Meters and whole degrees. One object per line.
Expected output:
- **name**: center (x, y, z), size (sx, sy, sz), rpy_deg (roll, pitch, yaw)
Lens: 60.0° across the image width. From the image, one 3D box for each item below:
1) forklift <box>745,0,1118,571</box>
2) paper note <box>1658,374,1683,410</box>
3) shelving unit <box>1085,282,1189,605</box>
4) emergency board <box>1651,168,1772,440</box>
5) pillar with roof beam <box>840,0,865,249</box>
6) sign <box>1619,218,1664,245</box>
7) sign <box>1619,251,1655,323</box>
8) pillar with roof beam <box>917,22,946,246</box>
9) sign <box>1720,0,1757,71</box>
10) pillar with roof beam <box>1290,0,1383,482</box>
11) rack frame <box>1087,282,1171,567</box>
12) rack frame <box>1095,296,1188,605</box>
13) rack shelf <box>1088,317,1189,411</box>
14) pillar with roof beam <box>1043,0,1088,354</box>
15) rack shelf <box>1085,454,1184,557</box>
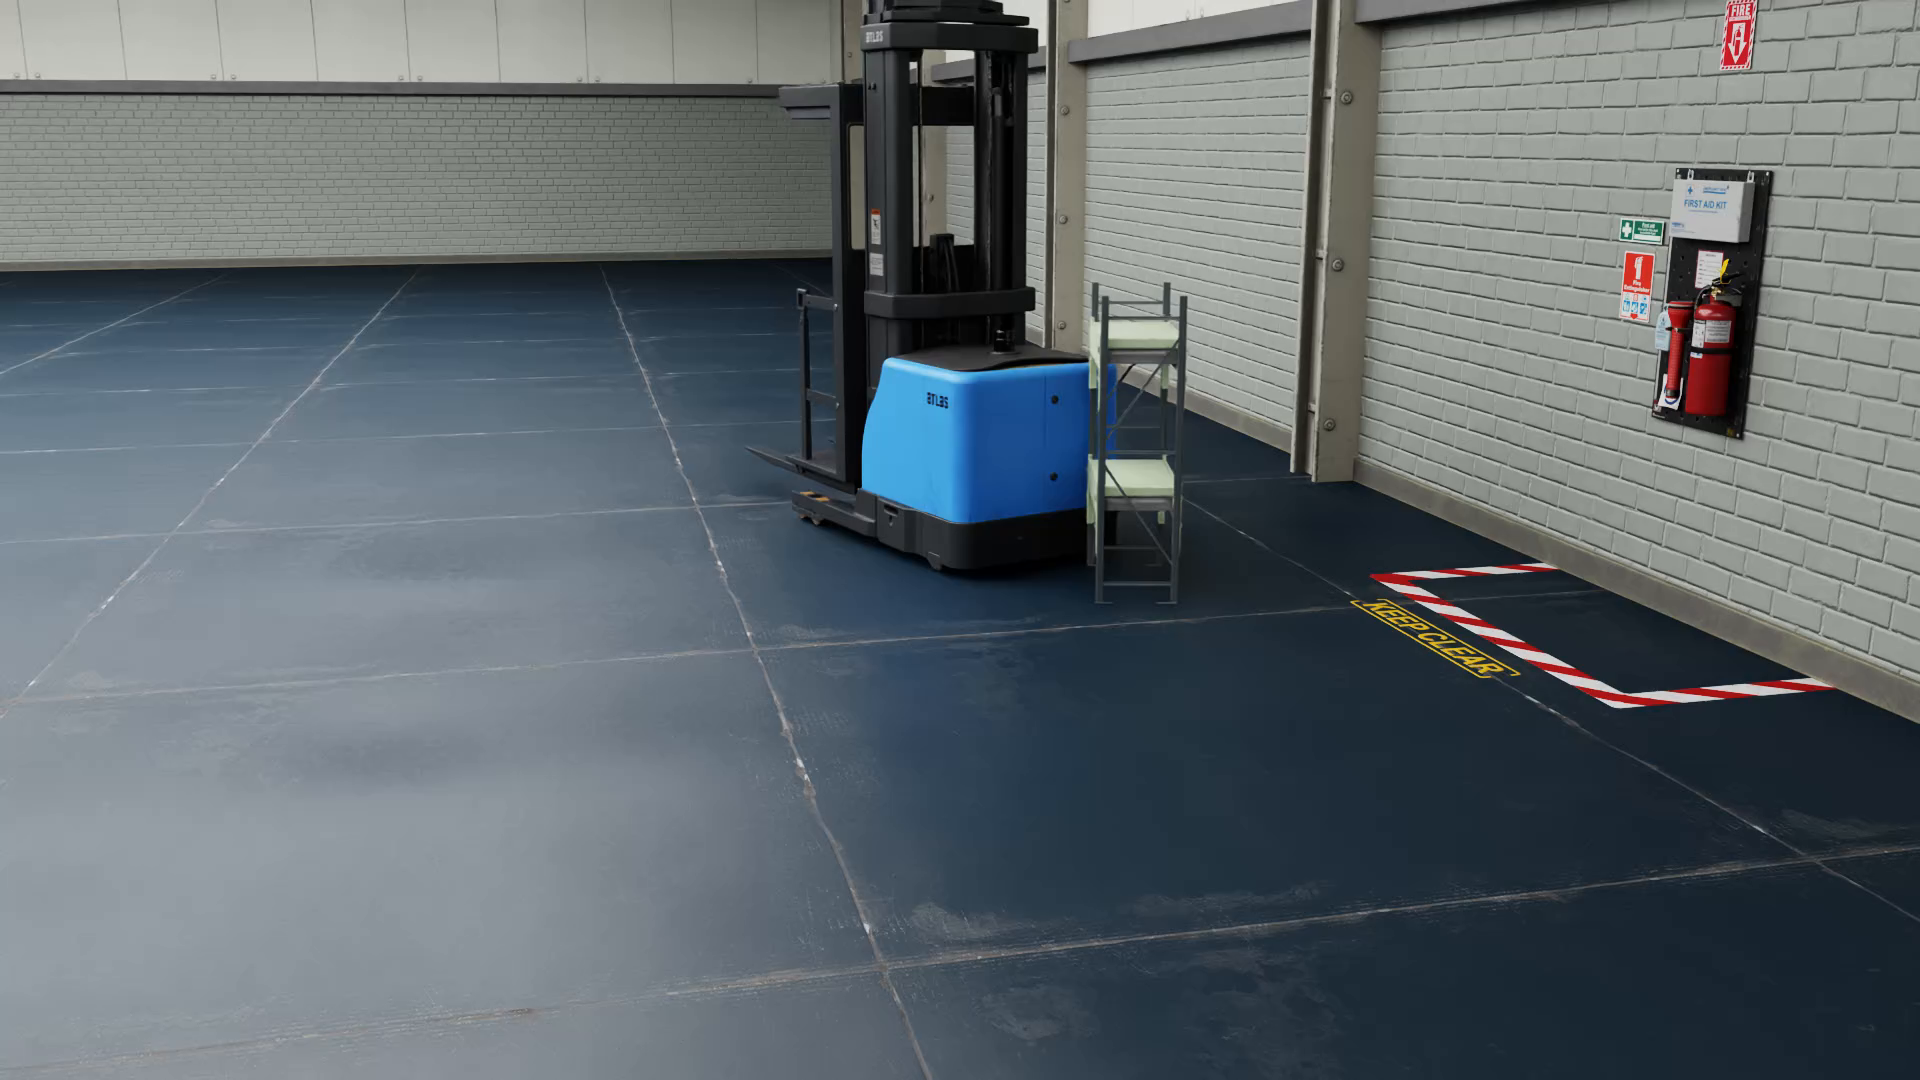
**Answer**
- **forklift**: center (-0.349, -1.564, 9.654), size (1.130, 2.935, 3.031), rpy_deg (-8, 16, -31)
- **paper note**: center (3.339, -0.697, 7.815), size (0.016, 0.148, 0.142), rpy_deg (-3, 14, -13)
- **shelving unit**: center (0.869, -0.501, 8.316), size (0.431, 1.500, 0.755), rpy_deg (0, 14, 1)
- **emergency board**: center (3.314, -1.080, 7.527), size (0.194, 1.169, 0.643), rpy_deg (-3, 14, -13)
- **pillar with roof beam**: center (-5.964, -8.719, 26.153), size (9.100, 9.000, 0.400), rpy_deg (-3, 14, -13)
- **sign**: center (3.277, -1.487, 8.000), size (0.001, 0.109, 0.331), rpy_deg (-3, 14, -13)
- **sign**: center (3.284, -1.231, 8.069), size (0.001, 0.329, 0.234), rpy_deg (-3, 14, -13)
- **pillar with roof beam**: center (-4.555, -7.335, 20.488), size (9.100, 9.000, 0.400), rpy_deg (-3, 14, -13)
- **sign**: center (3.409, -2.214, 7.283), size (0.001, 0.298, 0.199), rpy_deg (-3, 14, -13)
- **pillar with roof beam**: center (-1.737, -4.566, 9.157), size (9.100, 9.000, 0.400), rpy_deg (-3, 14, -13)
- **rack frame**: center (0.875, -0.588, 8.672), size (0.400, 1.500, 0.023), rpy_deg (0, 14, 1)
- **rack frame**: center (0.864, -0.414, 7.961), size (0.400, 1.500, 0.023), rpy_deg (0, 14, 1)
- **rack shelf**: center (0.869, -0.880, 8.224), size (0.431, 0.370, 0.720), rpy_deg (0, 14, 1)
- **pillar with roof beam**: center (-3.146, -5.950, 14.822), size (9.100, 9.000, 0.400), rpy_deg (-3, 14, -13)
- **rack shelf**: center (0.869, -0.184, 8.394), size (0.431, 0.370, 0.720), rpy_deg (0, 14, 1)
